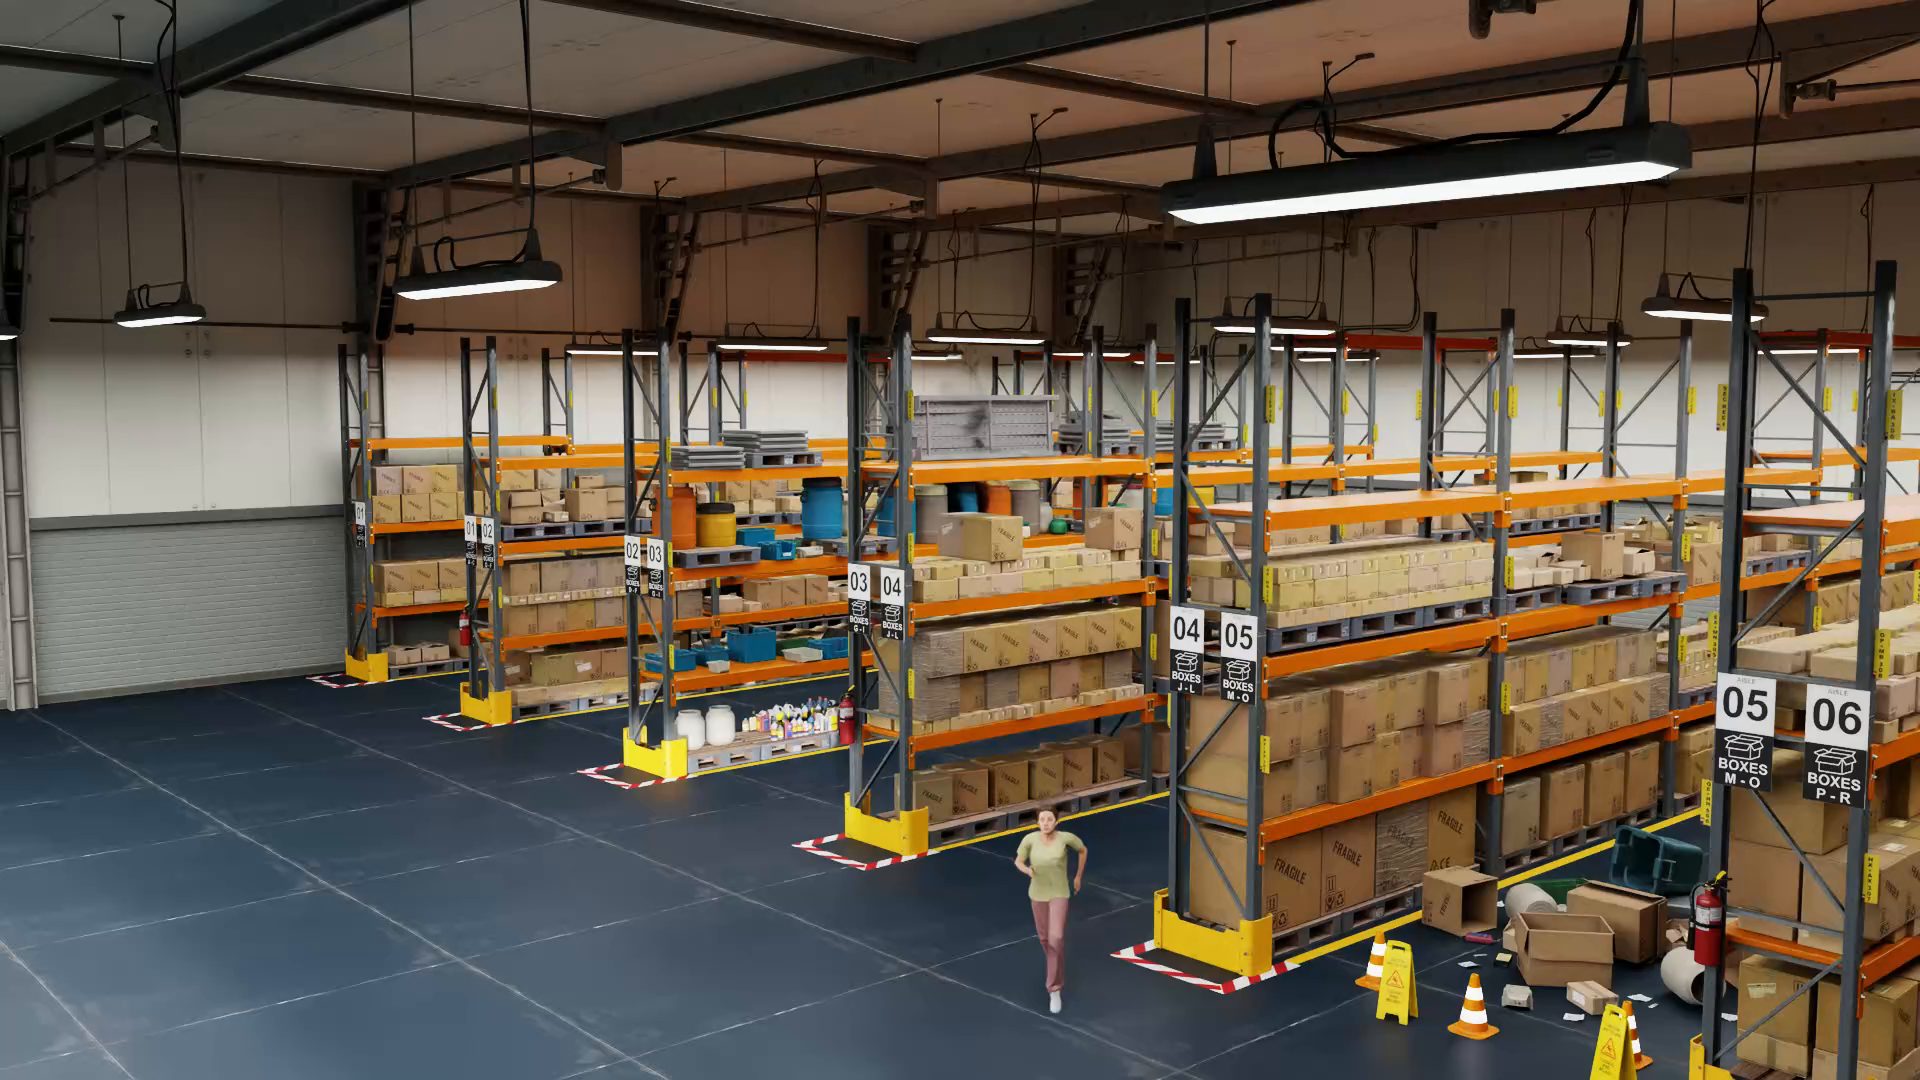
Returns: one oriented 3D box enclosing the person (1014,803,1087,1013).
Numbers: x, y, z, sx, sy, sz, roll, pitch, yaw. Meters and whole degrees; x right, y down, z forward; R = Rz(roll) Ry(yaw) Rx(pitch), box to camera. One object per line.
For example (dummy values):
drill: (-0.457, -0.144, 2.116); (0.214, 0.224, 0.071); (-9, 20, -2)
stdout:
person: (0.766, 3.068, 14.210); (0.590, 1.693, 0.831); (1, 5, 16)

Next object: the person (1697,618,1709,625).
person: (11.411, 2.015, 25.541); (0.967, 1.662, 0.560); (-5, 7, -44)

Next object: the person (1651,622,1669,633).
person: (10.332, 2.089, 24.511); (0.913, 1.805, 0.646); (-4, 6, -36)
